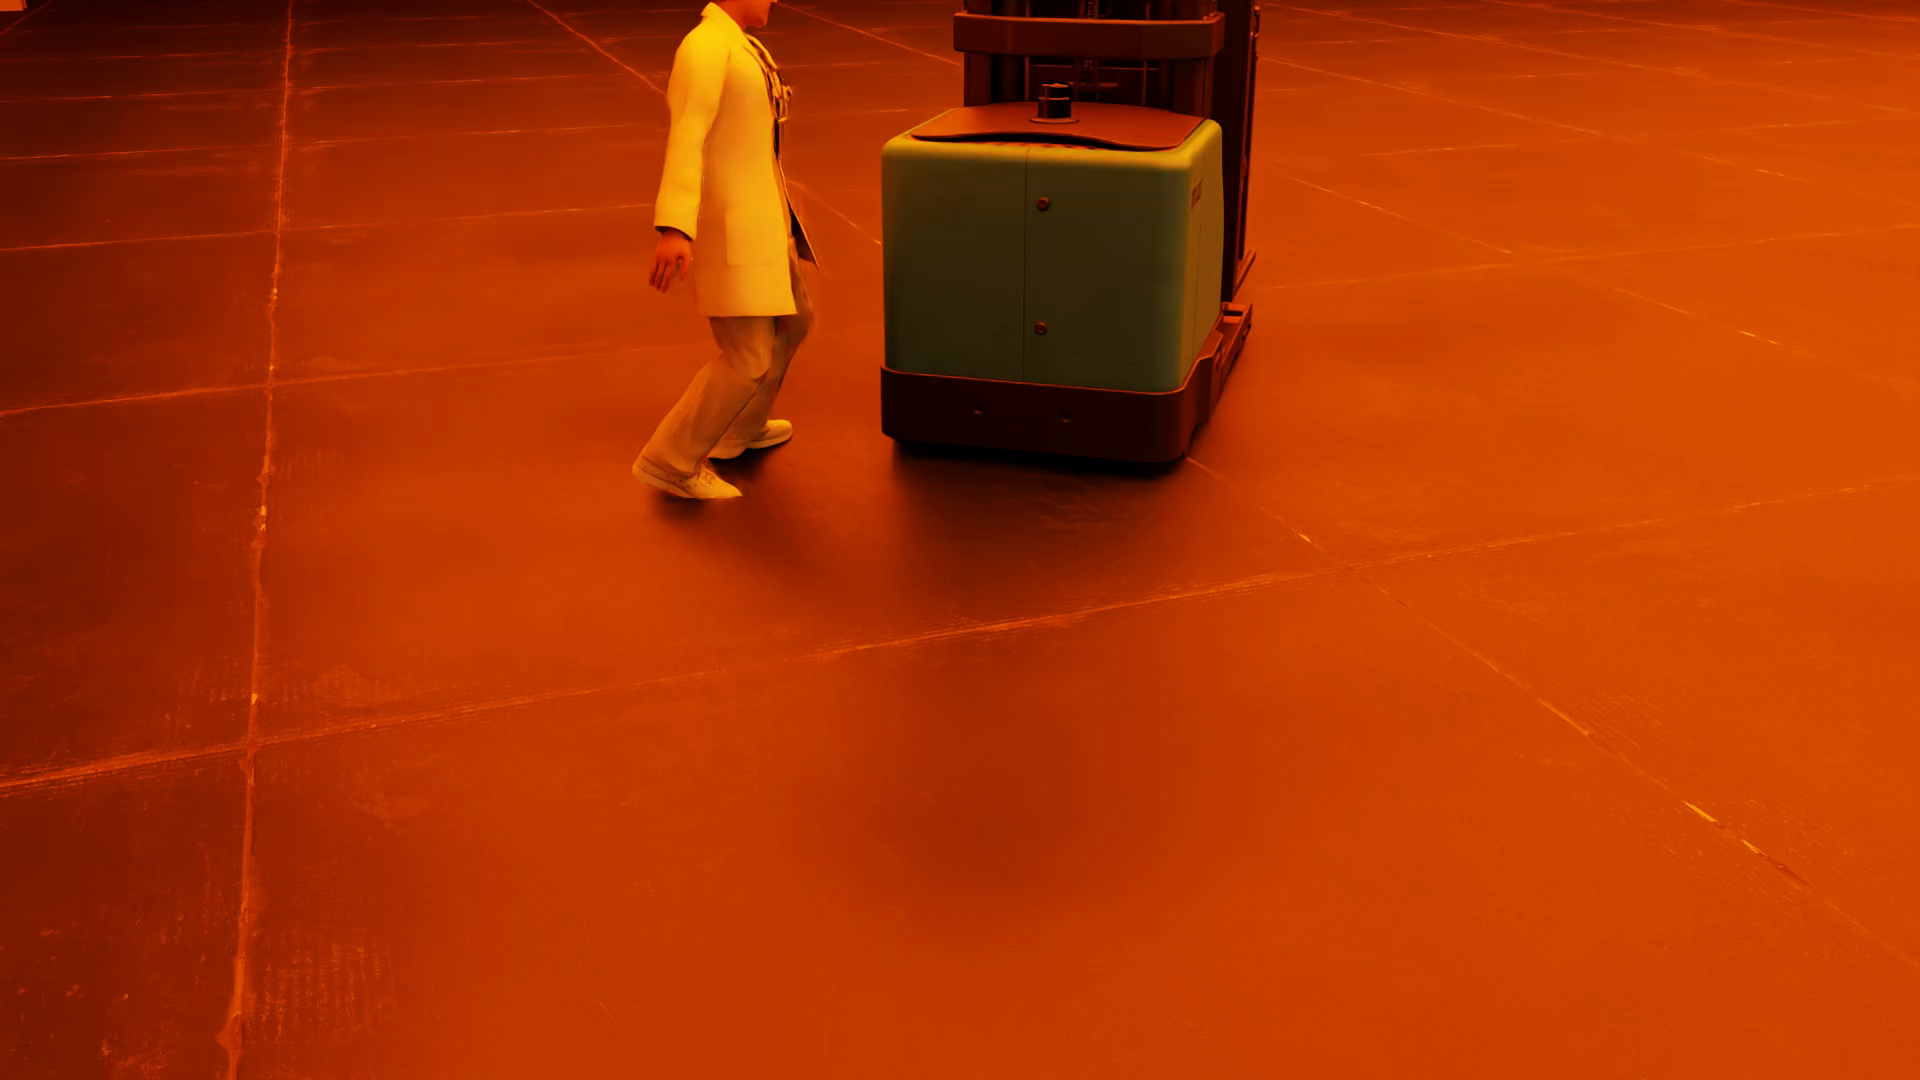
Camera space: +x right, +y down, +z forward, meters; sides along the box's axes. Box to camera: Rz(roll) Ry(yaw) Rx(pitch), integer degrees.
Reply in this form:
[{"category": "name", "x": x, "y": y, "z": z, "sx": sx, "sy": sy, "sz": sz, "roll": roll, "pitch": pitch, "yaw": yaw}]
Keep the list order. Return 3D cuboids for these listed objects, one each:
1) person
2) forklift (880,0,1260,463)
[{"category": "person", "x": -0.768, "y": -0.969, "z": 5.250, "sx": 0.585, "sy": 1.739, "sz": 0.935, "roll": 2, "pitch": 23, "yaw": 6}, {"category": "forklift", "x": 0.619, "y": -2.148, "z": 6.407, "sx": 1.130, "sy": 2.935, "sz": 3.031, "roll": 6, "pitch": 24, "yaw": 15}]
